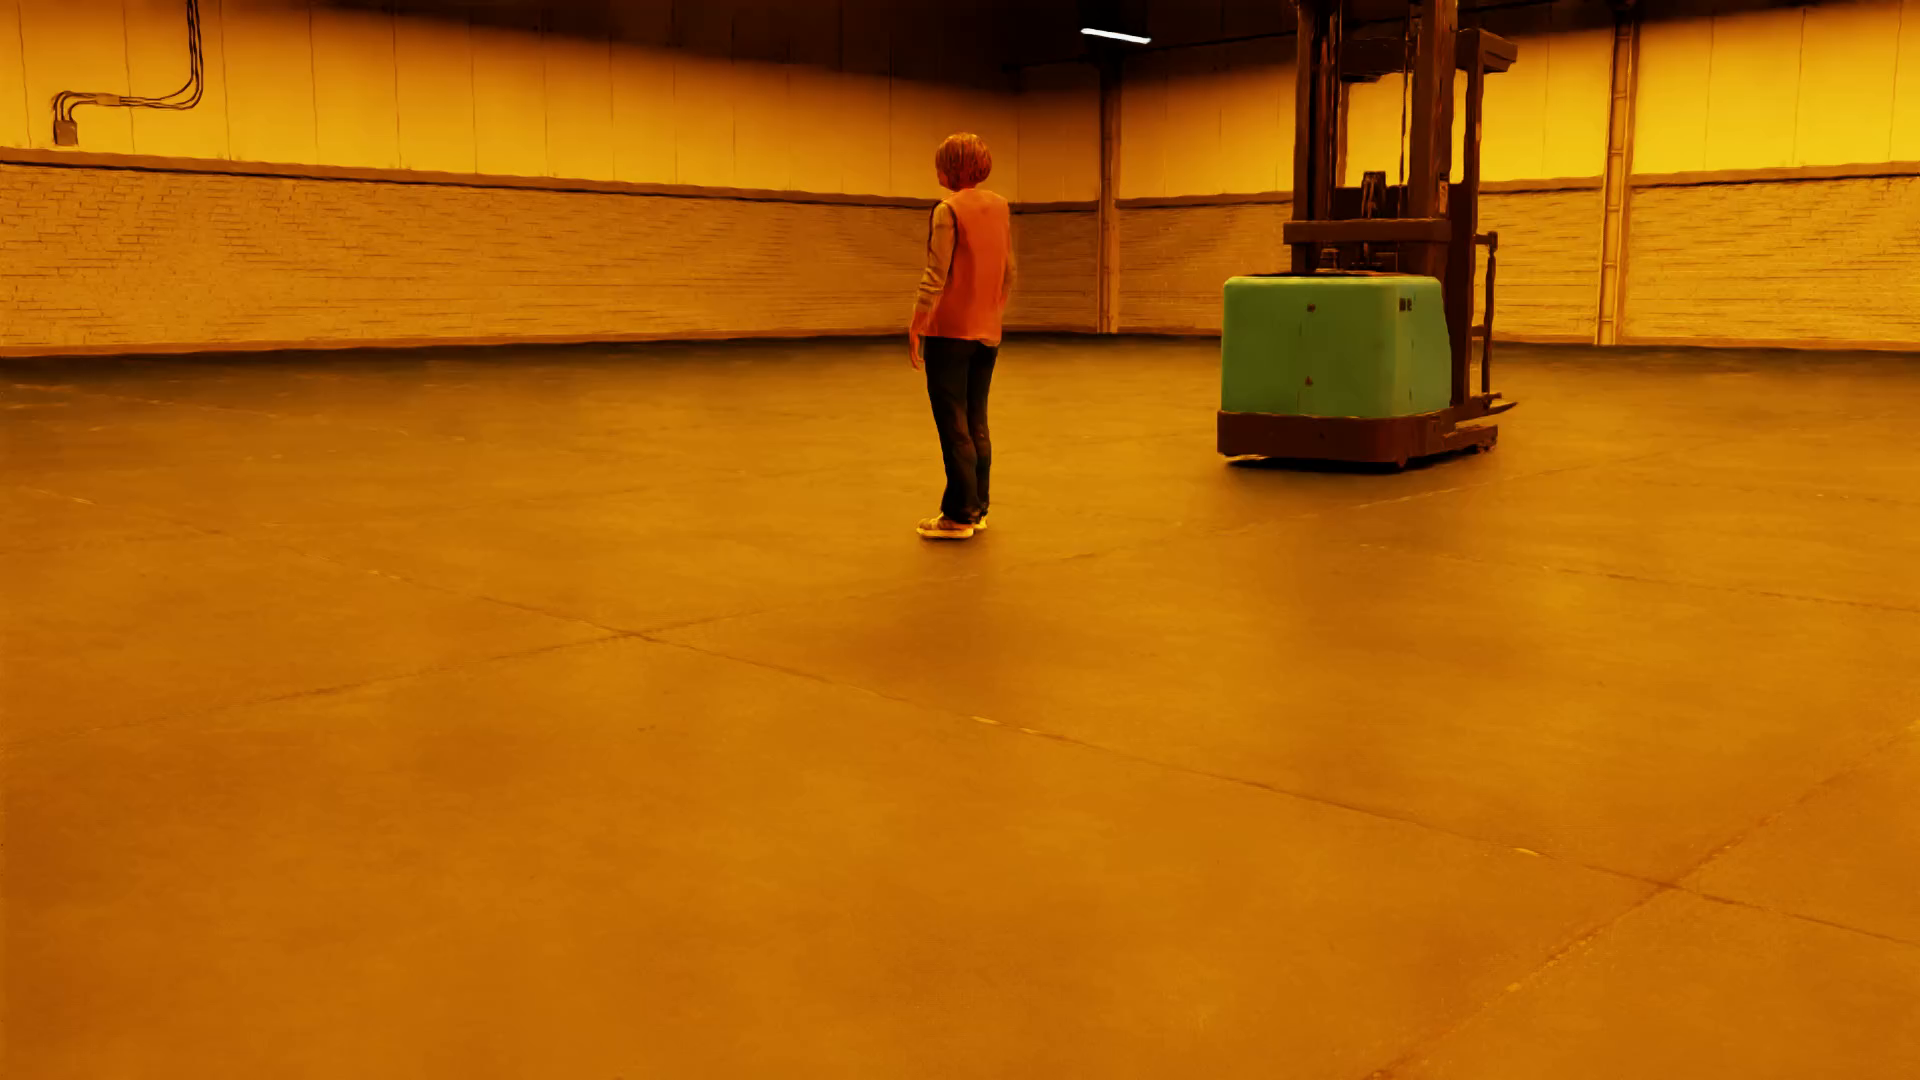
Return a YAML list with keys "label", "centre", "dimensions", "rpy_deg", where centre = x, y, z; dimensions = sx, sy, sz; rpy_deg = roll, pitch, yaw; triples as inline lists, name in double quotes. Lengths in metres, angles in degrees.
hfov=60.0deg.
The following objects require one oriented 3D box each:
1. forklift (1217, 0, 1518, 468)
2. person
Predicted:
- label: "forklift"
  centre: [2.734, -2.024, 10.314]
  dimensions: [1.130, 2.935, 3.031]
  rpy_deg: [6, 10, 34]
- label: "person"
  centre: [-0.044, -0.806, 6.658]
  dimensions: [0.474, 1.597, 0.520]
  rpy_deg: [8, 12, 43]
